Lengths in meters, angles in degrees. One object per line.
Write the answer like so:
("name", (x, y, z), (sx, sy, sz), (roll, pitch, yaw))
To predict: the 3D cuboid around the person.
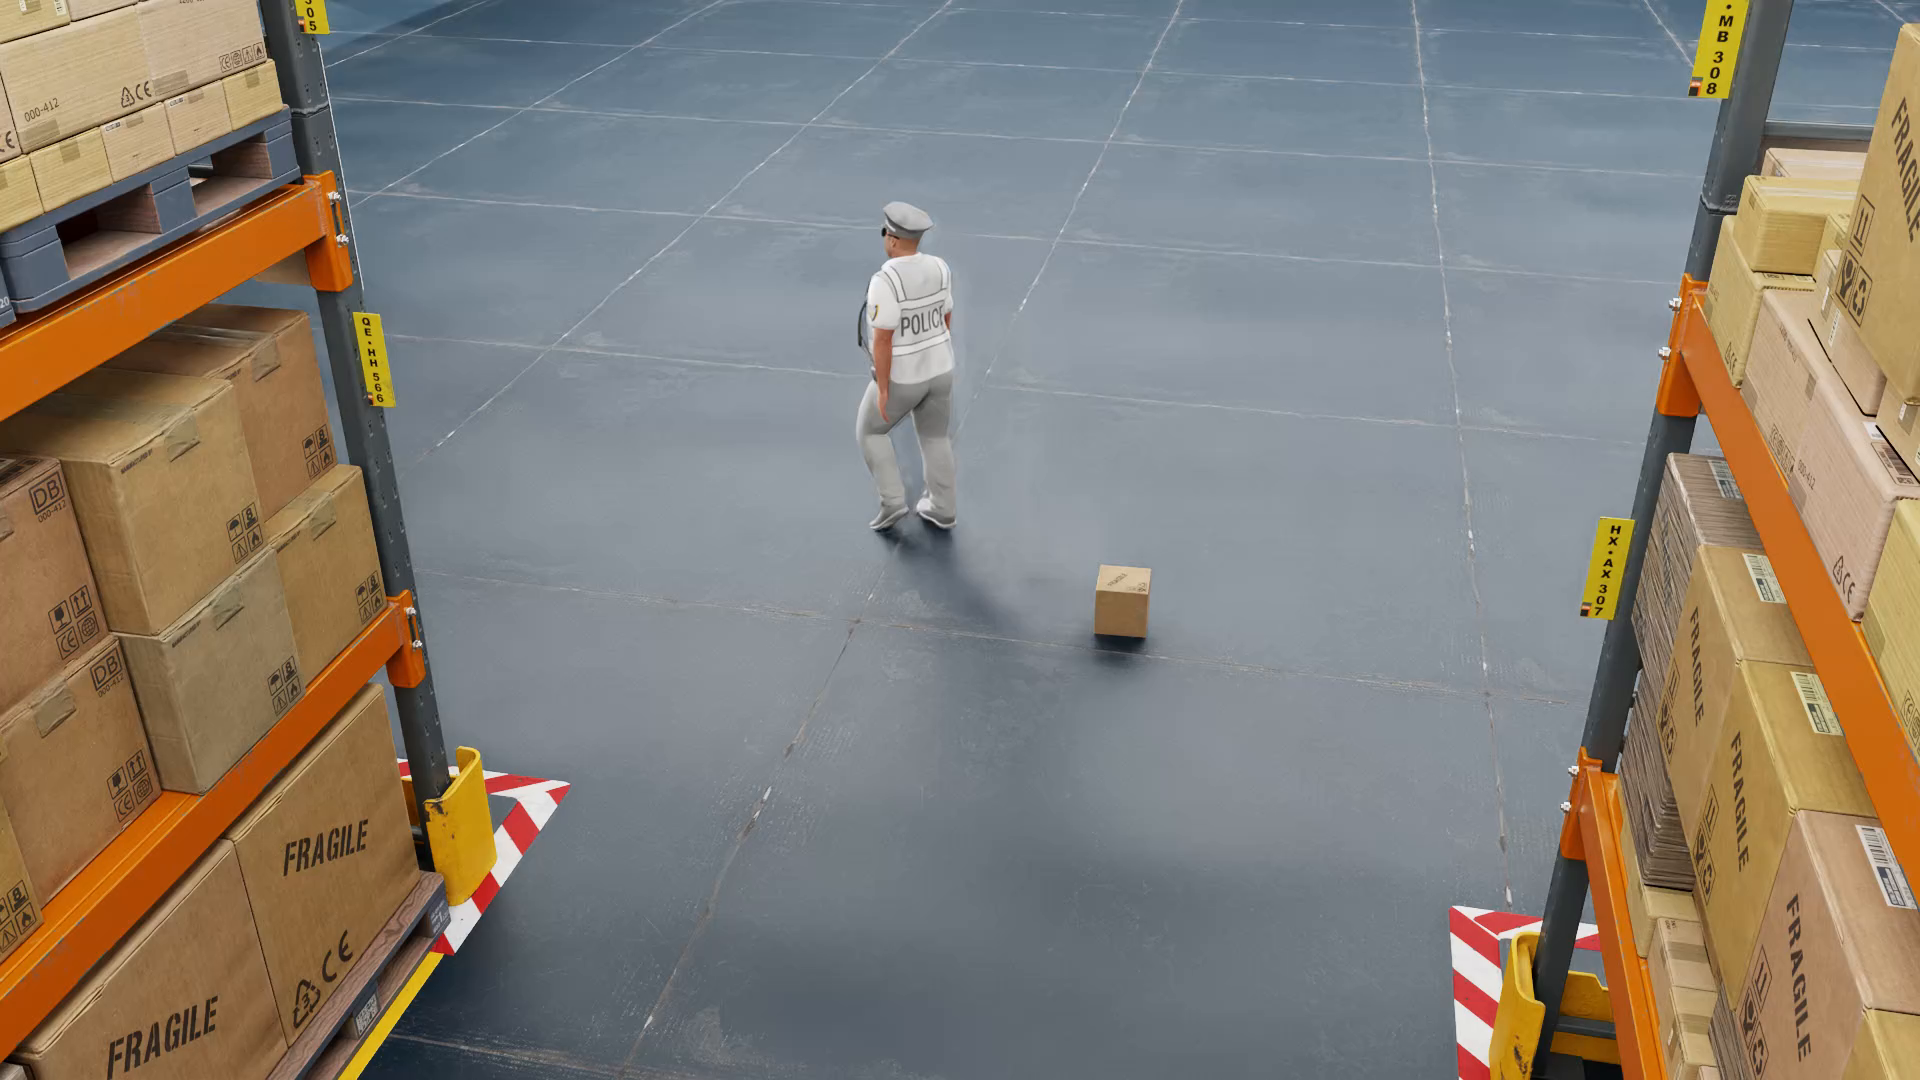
("person", (-0.267, -0.849, 8.689), (0.593, 1.831, 0.498), (-22, 35, -34))
